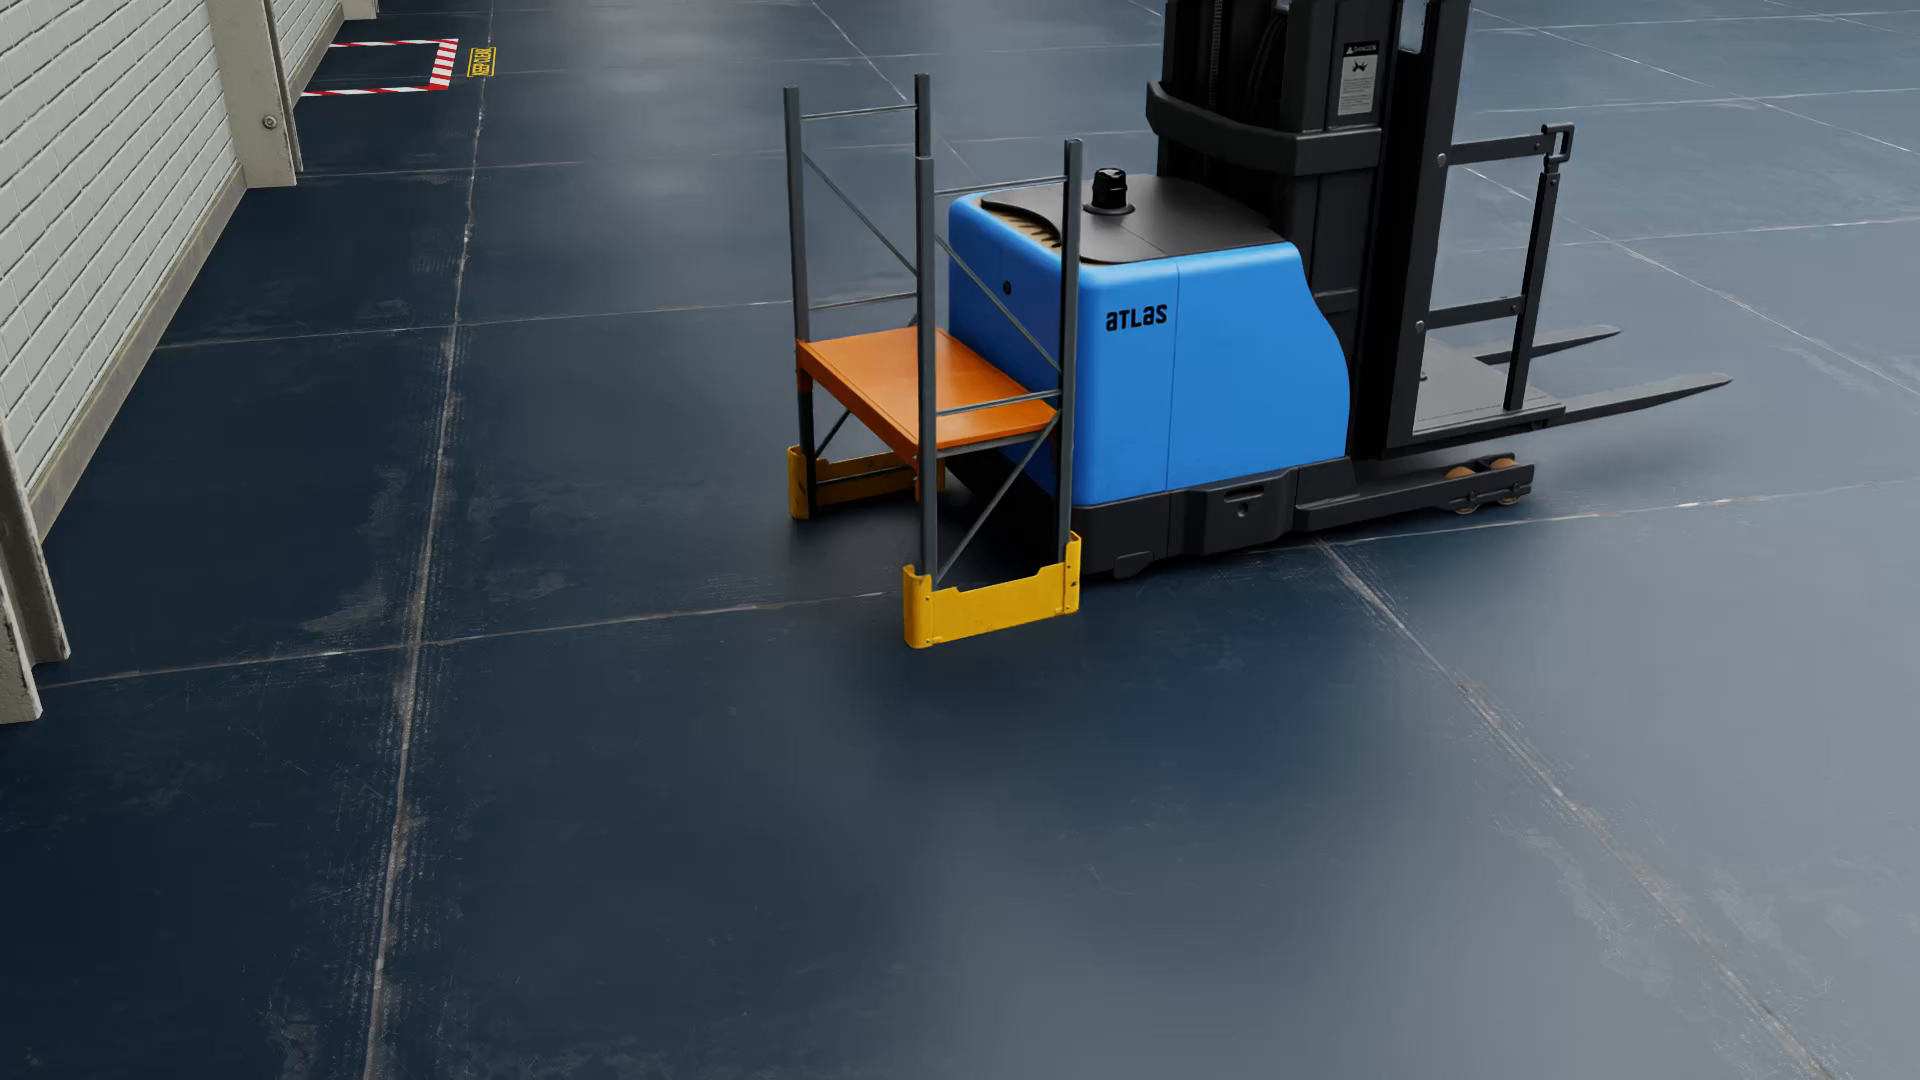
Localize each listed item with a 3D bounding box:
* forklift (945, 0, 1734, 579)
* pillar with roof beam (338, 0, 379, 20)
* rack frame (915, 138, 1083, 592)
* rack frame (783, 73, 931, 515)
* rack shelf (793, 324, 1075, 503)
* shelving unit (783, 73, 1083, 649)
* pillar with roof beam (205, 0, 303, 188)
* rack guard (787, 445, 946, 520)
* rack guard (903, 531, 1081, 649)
[{"bbox_3d":[1.510,-1.605,5.678,3.031,2.935,1.130,-11,29,-21],"label":"forklift"},{"bbox_3d":[-1.332,-9.282,14.154,9.100,9.000,0.400,-6,27,-12],"label":"pillar with roof beam"},{"bbox_3d":[0.112,-0.398,4.874,0.500,1.500,0.032,-12,29,-23],"label":"rack frame"},{"bbox_3d":[-0.329,-0.811,5.692,0.500,1.500,0.032,-12,29,-23],"label":"rack frame"},{"bbox_3d":[-0.109,-0.444,5.364,0.538,0.185,1.000,-12,29,-23],"label":"rack shelf"},{"bbox_3d":[-0.113,-0.608,5.291,0.587,1.500,1.083,-12,29,-23],"label":"shelving unit"},{"bbox_3d":[0.020,-6.648,8.935,9.100,9.000,0.400,-6,27,-12],"label":"pillar with roof beam"},{"bbox_3d":[-0.329,-0.253,5.973,0.587,0.250,0.087,-12,29,-23],"label":"rack guard"},{"bbox_3d":[0.103,0.152,5.172,0.587,0.250,0.087,-12,29,-23],"label":"rack guard"}]
